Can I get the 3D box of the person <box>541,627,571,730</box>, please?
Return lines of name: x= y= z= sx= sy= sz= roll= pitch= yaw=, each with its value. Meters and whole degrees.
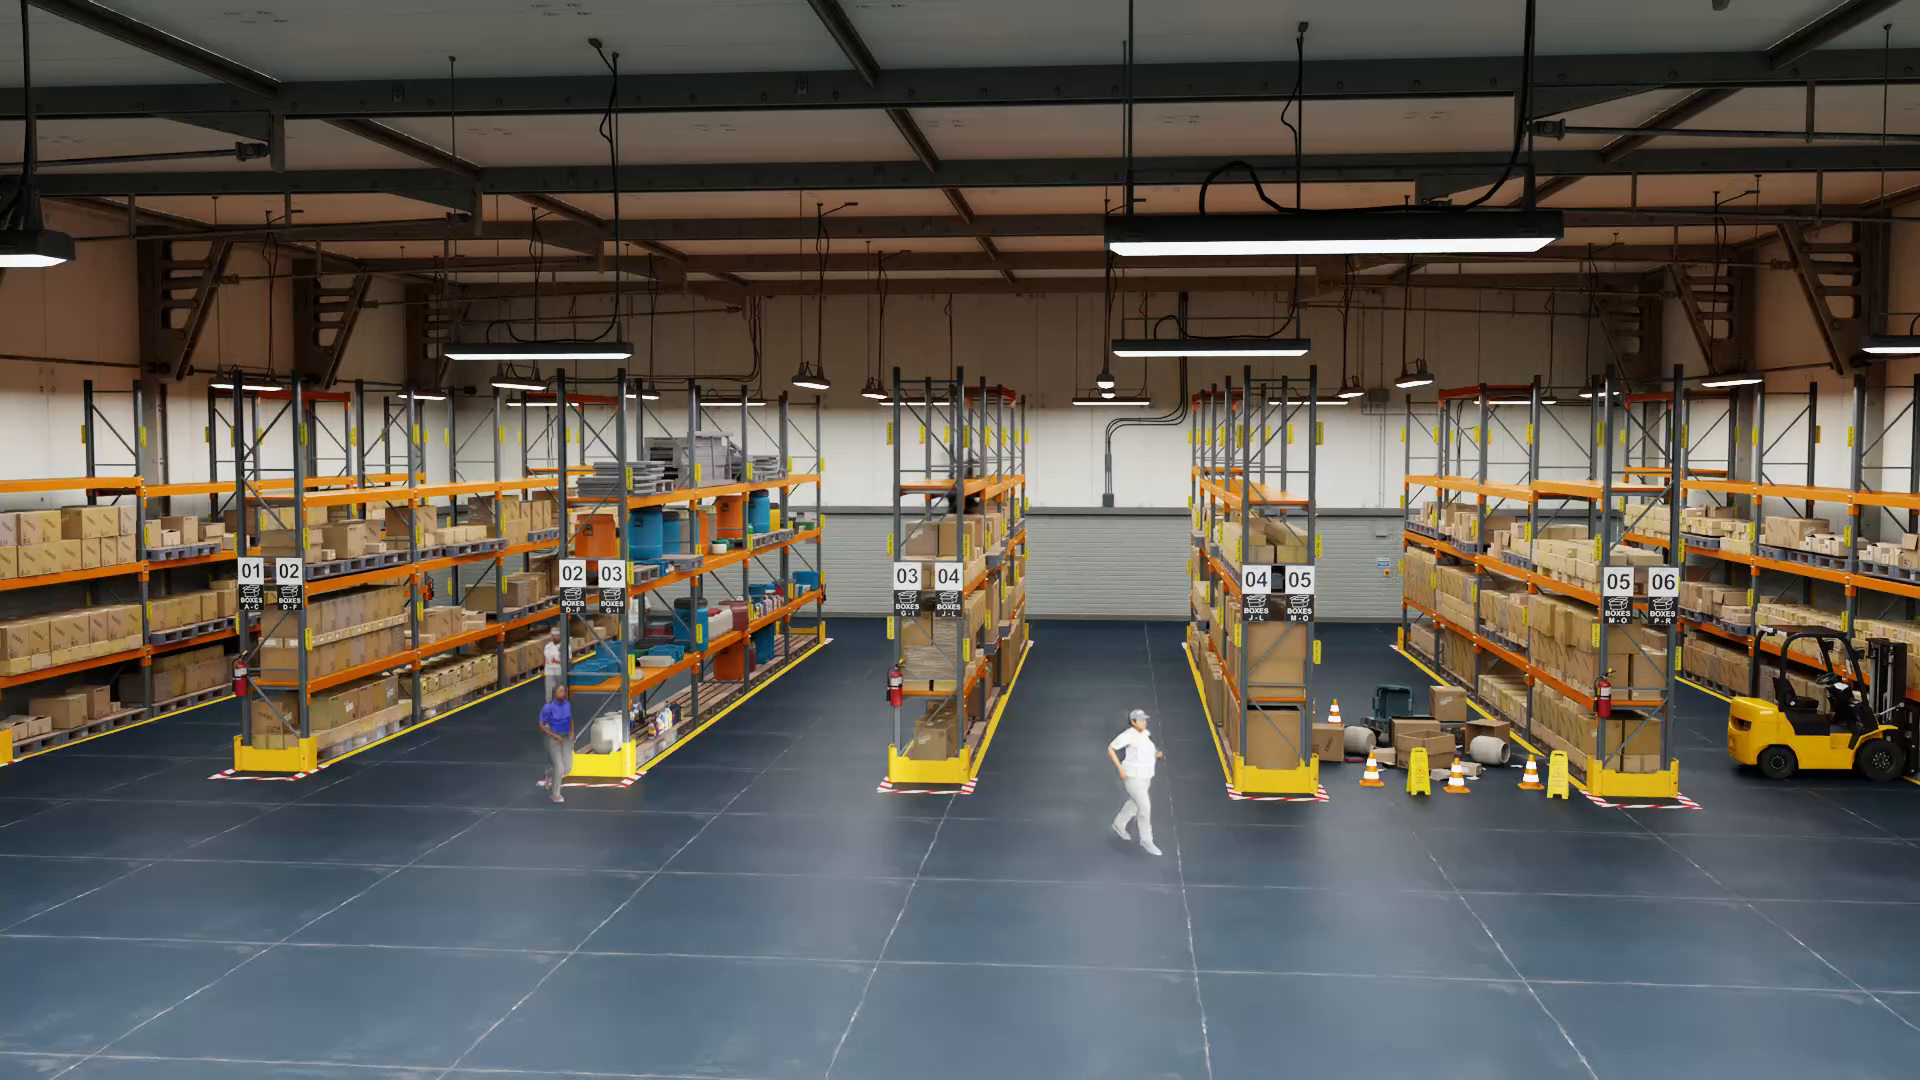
person: x=-6.962 y=2.362 z=28.706 sx=0.557 sy=1.738 sz=0.835 roll=0 pitch=4 yaw=0

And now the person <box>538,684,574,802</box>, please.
person: x=-5.566 y=2.786 z=23.002 sx=0.599 sy=1.605 sz=0.612 roll=3 pitch=5 yaw=38

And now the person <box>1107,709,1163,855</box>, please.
person: x=2.144 y=2.907 z=20.223 sx=0.844 sy=1.709 sz=0.590 roll=3 pitch=5 yaw=41

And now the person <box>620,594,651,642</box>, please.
person: x=-7.115 y=1.832 z=36.393 sx=0.700 sy=1.762 sz=1.017 roll=0 pitch=4 yaw=-2
